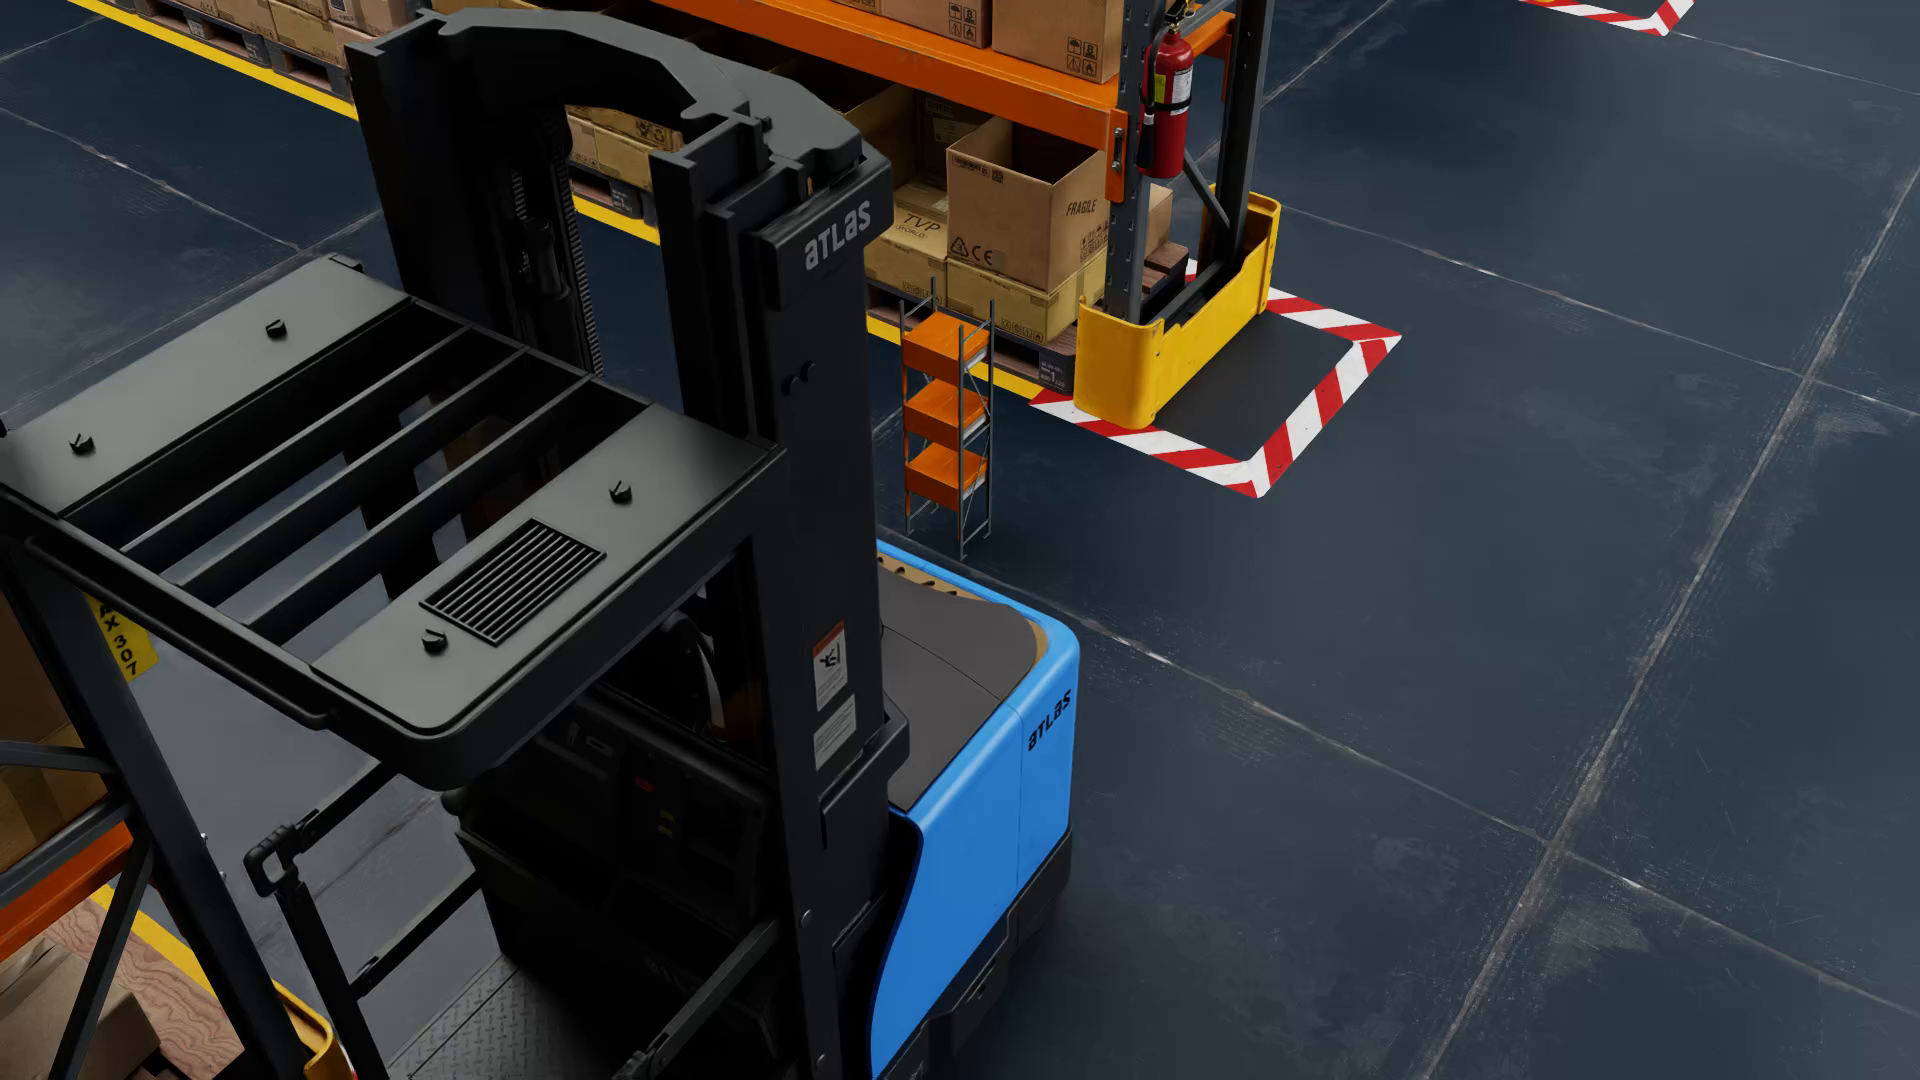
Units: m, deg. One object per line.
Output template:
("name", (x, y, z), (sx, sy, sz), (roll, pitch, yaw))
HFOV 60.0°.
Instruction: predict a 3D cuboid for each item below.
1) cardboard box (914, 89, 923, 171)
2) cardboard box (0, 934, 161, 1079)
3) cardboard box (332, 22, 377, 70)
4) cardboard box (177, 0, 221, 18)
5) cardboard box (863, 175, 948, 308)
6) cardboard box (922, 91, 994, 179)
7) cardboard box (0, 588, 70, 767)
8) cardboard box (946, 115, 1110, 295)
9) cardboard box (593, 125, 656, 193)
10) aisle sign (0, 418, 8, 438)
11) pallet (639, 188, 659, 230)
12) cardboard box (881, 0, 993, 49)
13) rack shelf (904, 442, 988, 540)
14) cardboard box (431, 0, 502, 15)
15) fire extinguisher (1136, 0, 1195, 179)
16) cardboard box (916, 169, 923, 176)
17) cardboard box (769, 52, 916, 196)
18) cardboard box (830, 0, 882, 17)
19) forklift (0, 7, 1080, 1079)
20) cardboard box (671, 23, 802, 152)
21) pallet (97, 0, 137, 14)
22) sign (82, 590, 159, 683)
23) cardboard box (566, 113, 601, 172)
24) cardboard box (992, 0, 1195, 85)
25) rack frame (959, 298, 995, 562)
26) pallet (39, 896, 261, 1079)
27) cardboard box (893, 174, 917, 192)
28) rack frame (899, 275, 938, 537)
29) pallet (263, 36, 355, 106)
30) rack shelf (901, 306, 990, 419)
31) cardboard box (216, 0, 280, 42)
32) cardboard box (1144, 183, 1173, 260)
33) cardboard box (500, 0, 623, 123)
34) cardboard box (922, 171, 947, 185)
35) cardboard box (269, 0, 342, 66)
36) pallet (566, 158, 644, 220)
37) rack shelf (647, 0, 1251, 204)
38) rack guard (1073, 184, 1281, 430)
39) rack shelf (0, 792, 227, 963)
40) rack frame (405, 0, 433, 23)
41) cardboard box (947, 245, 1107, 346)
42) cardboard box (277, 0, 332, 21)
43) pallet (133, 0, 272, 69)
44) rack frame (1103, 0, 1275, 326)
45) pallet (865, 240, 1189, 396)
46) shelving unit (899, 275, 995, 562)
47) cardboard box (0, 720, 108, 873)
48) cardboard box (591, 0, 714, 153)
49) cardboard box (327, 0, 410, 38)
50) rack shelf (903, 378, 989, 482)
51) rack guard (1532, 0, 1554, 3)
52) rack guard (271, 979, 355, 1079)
("cardboard box", (-0.239, -2.052, 7.479), (0.500, 0.500, 0.500), (25, 48, 25))
("cardboard box", (-2.457, 1.290, 4.245), (0.500, 0.311, 0.500), (20, 46, 21))
("cardboard box", (-2.882, -2.603, 8.657), (0.500, 0.250, 0.500), (25, 47, 25))
("cardboard box", (-4.130, -3.189, 9.312), (0.500, 0.250, 0.500), (26, 48, 26))
("cardboard box", (-0.126, -1.300, 7.201), (0.500, 0.250, 0.500), (25, 48, 25))
("cardboard box", (0.177, -1.868, 7.273), (0.500, 0.500, 0.500), (25, 48, 25))
("cardboard box", (-2.160, 0.188, 3.325), (0.500, 0.500, 0.500), (25, 48, 25))
("cardboard box", (0.289, -1.394, 6.743), (0.500, 0.500, 0.500), (25, 48, 25))
("cardboard box", (-1.357, -1.871, 7.839), (0.500, 0.250, 0.500), (25, 48, 25))
("aisle sign", (-1.711, -0.339, 2.430), (0.004, 0.787, 0.394), (25, 48, 25))
("pallet", (-0.746, -1.638, 7.922), (1.213, 0.211, 1.003), (25, 48, 25))
("cardboard box", (0.092, -2.361, 6.564), (0.500, 0.500, 0.700), (26, 48, 26))
("rack shelf", (-0.044, -0.197, 6.115), (0.240, 0.259, 0.215), (25, 48, 25))
("cardboard box", (-2.176, -2.534, 8.017), (0.500, 0.500, 0.500), (25, 48, 25))
("fire extinguisher", (0.729, -1.612, 5.860), (0.183, 0.674, 0.296), (25, 48, 25))
("cardboard box", (-0.233, -1.779, 7.736), (0.500, 0.250, 0.500), (25, 48, 25))
("cardboard box", (-0.538, -1.769, 7.162), (0.500, 0.500, 0.500), (25, 48, 25))
("cardboard box", (-0.312, -2.554, 6.780), (0.500, 0.500, 0.700), (25, 48, 26))
("forklift", (-0.899, 0.589, 3.394), (1.130, 2.935, 3.031), (24, 47, 24))
("cardboard box", (-0.947, -1.961, 7.377), (0.500, 0.500, 0.500), (25, 48, 25))
("pallet", (-4.999, -3.627, 10.145), (1.213, 0.211, 1.003), (25, 48, 25))
("sign", (-1.631, 0.147, 3.187), (0.005, 0.325, 0.100), (25, 48, 25))
("cardboard box", (-1.764, -2.066, 8.056), (0.500, 0.250, 0.500), (25, 48, 25))
("cardboard box", (0.524, -2.163, 6.342), (0.500, 0.500, 0.700), (25, 48, 25))
("rack frame", (0.056, -0.365, 5.871), (0.008, 1.050, 0.200), (25, 48, 25))
("pallet", (-2.649, 1.446, 4.476), (1.213, 0.211, 1.003), (25, 48, 25))
("cardboard box", (-0.536, -1.491, 7.414), (0.500, 0.250, 0.500), (25, 48, 25))
("rack frame", (-0.144, -0.458, 5.975), (0.008, 1.050, 0.200), (25, 48, 25))
("pallet", (-3.001, -2.693, 9.101), (1.213, 0.211, 1.003), (25, 48, 25))
("rack shelf", (-0.044, -0.615, 5.741), (0.240, 0.259, 0.215), (25, 48, 25))
("cardboard box", (-3.714, -2.994, 9.093), (0.500, 0.250, 0.500), (26, 48, 26))
("cardboard box", (0.588, -1.398, 7.310), (0.500, 0.250, 0.500), (25, 48, 25))
("cardboard box", (-1.762, -2.347, 7.808), (0.500, 0.500, 0.500), (25, 48, 25))
("cardboard box", (0.176, -1.588, 7.522), (0.500, 0.250, 0.500), (25, 48, 25))
("cardboard box", (-3.295, -2.798, 8.875), (0.500, 0.250, 0.500), (24, 47, 25))
("pallet", (-1.749, -2.105, 8.444), (1.213, 0.211, 1.003), (25, 48, 25))
("rack shelf", (-0.738, -2.437, 7.264), (4.000, 0.370, 1.077), (25, 48, 25))
("rack guard", (0.919, -0.999, 6.991), (0.348, 0.500, 1.175), (25, 48, 25))
("rack shelf", (-3.580, 0.269, 4.240), (4.000, 0.370, 1.077), (25, 48, 25))
("rack frame", (-2.376, -3.471, 7.880), (0.127, 3.000, 1.000), (25, 48, 25))
("cardboard box", (0.290, -1.115, 6.994), (0.500, 0.250, 0.500), (25, 48, 25))
("cardboard box", (-3.302, -3.006, 8.687), (0.500, 0.311, 0.500), (26, 48, 26))
("pallet", (-4.004, -3.159, 9.623), (1.213, 0.211, 1.003), (25, 48, 25))
("rack frame", (0.899, -1.940, 6.168), (0.127, 3.000, 1.000), (25, 48, 25))
("pallet", (0.249, -1.170, 7.400), (1.213, 0.211, 1.003), (25, 48, 25))
("shelving unit", (-0.044, -0.412, 5.923), (0.252, 1.050, 0.215), (25, 48, 25))
("cardboard box", (-2.159, 0.455, 3.590), (0.500, 0.250, 0.500), (24, 47, 24))
("cardboard box", (-1.357, -2.151, 7.589), (0.500, 0.500, 0.500), (25, 48, 25))
("cardboard box", (-2.872, -2.810, 8.468), (0.500, 0.311, 0.500), (25, 48, 25))
("rack shelf", (-0.044, -0.404, 5.930), (0.240, 0.259, 0.215), (25, 48, 25))
("rack guard", (3.657, -3.714, 10.026), (0.348, 0.500, 1.175), (25, 48, 25))
("rack guard", (-2.004, 1.669, 4.010), (0.348, 0.500, 1.175), (25, 48, 25))
